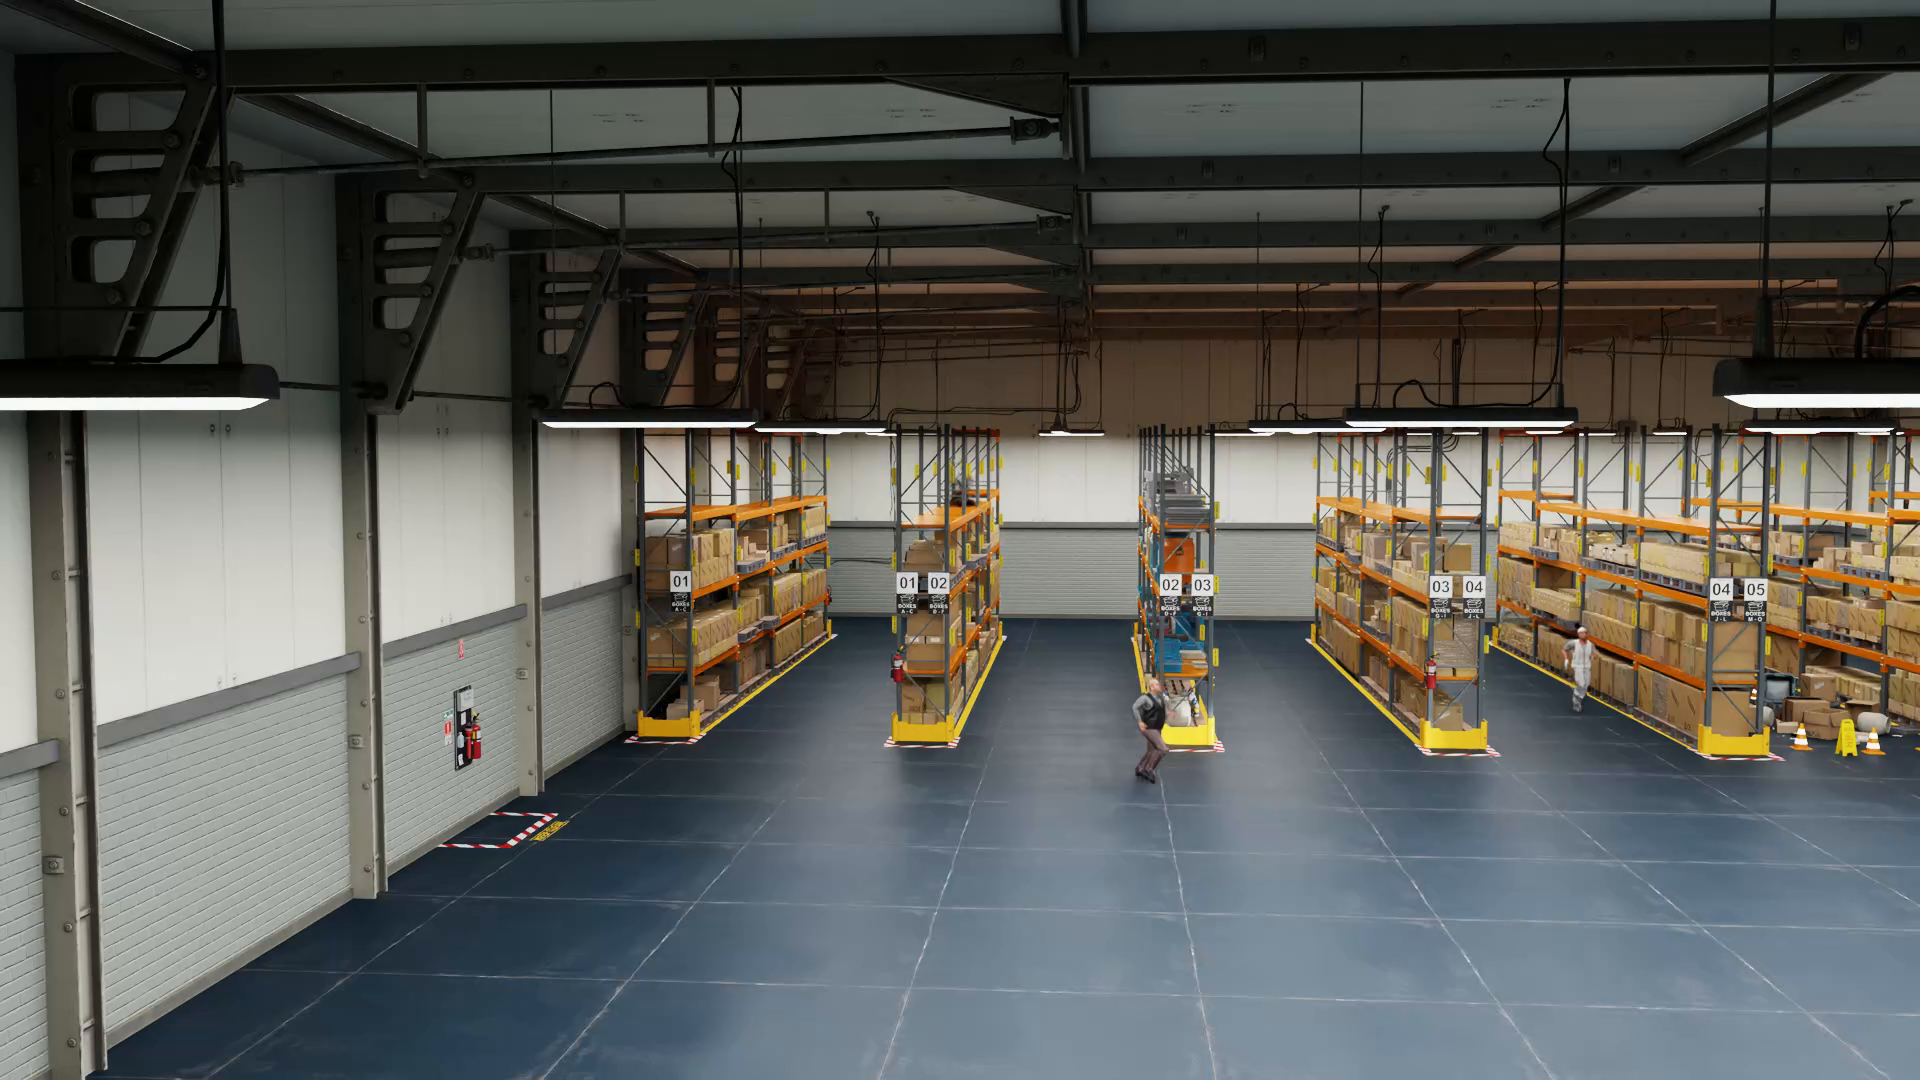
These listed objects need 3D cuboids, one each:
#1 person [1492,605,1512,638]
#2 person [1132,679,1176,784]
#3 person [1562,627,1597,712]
[{"bbox_3d":[15.548,1.995,47.402,0.646,1.718,0.707,0,3,1],"label":"person"},{"bbox_3d":[3.248,3.186,27.782,0.717,1.738,0.652,2,4,30],"label":"person"},{"bbox_3d":[13.005,2.712,34.783,0.644,1.787,0.703,0,3,-5],"label":"person"}]
